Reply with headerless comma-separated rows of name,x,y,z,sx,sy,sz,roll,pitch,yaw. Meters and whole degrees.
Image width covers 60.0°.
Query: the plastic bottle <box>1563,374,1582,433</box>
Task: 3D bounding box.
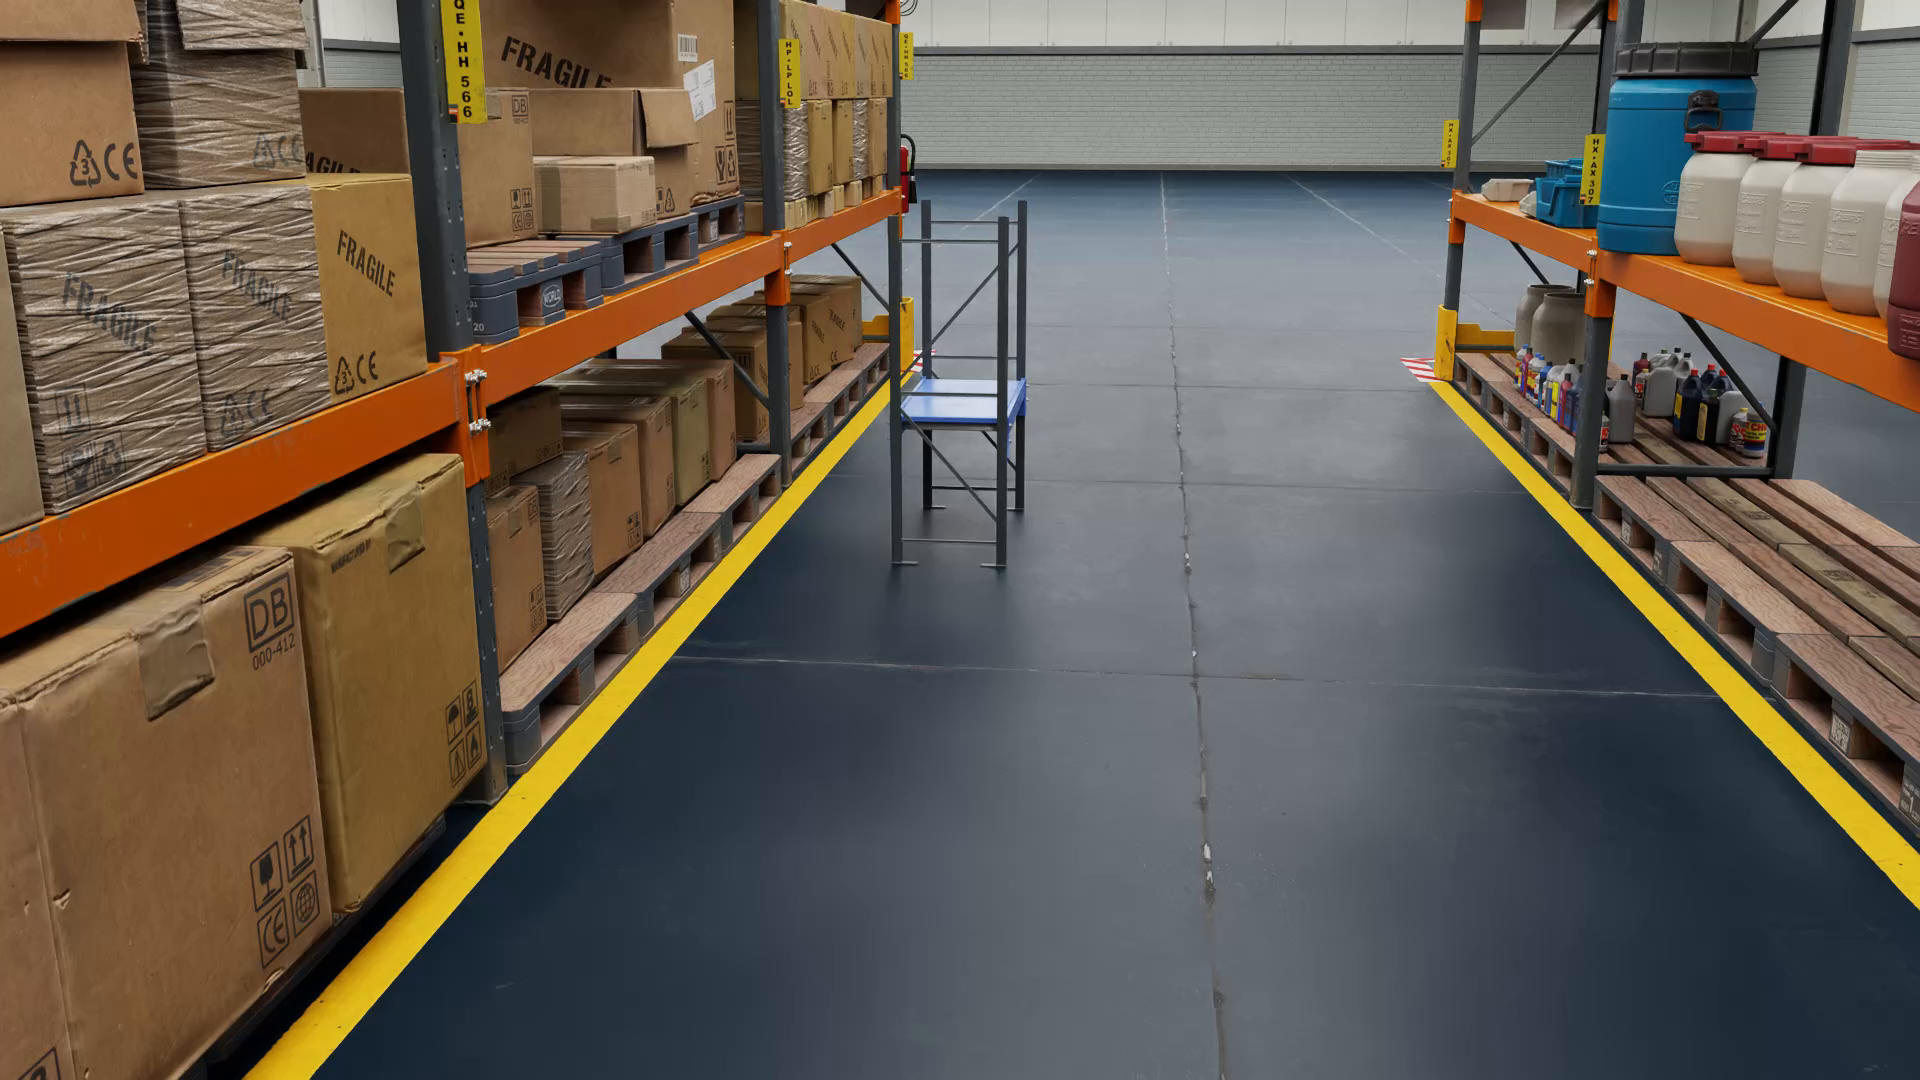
plastic bottle,3.344,-0.754,8.934,0.144,0.351,0.185,1,15,3

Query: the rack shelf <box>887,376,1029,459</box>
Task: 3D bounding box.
rack shelf,0.010,-0.572,7.595,0.538,0.185,1.000,2,15,6

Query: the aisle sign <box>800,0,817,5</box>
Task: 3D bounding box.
aisle sign,-1.225,-4.058,11.942,0.394,0.787,0.004,2,15,6

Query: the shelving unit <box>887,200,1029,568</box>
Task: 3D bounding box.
shelving unit,0.010,-0.746,7.548,0.538,1.500,1.048,2,15,6

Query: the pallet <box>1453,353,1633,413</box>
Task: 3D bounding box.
pallet,3.929,-1.054,11.157,1.003,0.211,1.213,2,15,6

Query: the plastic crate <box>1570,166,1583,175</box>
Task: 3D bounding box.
plastic crate,4.149,-2.253,10.534,0.499,0.251,0.408,2,15,6

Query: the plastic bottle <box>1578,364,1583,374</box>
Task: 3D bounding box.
plastic bottle,3.509,-0.844,9.397,0.061,0.283,0.133,2,15,6

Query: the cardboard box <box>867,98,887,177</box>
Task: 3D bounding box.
cardboard box,-0.961,-2.695,11.120,0.875,0.500,0.500,2,15,6

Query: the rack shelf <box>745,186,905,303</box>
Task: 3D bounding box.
rack shelf,-1.160,-1.912,10.364,1.077,0.370,4.000,2,15,6

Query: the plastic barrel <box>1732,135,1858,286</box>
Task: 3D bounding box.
plastic barrel,3.127,-1.228,6.197,0.433,0.535,0.433,0,15,0

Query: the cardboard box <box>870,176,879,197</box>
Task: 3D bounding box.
cardboard box,-0.767,-2.445,11.441,0.380,0.149,0.250,2,15,6

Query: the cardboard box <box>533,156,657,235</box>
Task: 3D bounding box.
cardboard box,-1.419,-1.261,6.063,0.500,0.250,0.500,1,15,5

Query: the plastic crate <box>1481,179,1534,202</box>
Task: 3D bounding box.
plastic crate,3.567,-2.282,10.860,0.298,0.136,0.250,2,15,6

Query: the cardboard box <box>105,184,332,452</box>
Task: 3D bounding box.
cardboard box,-1.708,-0.487,3.525,0.500,0.500,0.500,2,15,6

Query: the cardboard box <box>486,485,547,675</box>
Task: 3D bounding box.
cardboard box,-1.781,0.117,5.429,0.700,0.500,0.500,1,15,3

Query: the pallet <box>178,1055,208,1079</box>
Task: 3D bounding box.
pallet,-2.141,1.161,2.965,1.003,0.211,1.213,2,15,6

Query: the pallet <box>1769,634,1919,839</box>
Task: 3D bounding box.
pallet,3.211,0.589,5.079,1.003,0.211,1.213,2,15,6

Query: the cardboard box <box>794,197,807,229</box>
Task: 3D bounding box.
cardboard box,-1.021,-1.731,8.797,0.380,0.149,0.250,2,15,6

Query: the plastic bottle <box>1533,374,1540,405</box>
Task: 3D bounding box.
plastic bottle,3.412,-0.892,9.732,0.097,0.201,0.097,0,15,0

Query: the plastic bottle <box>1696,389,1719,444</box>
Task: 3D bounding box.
plastic bottle,3.911,-0.653,8.692,0.061,0.283,0.133,2,15,6

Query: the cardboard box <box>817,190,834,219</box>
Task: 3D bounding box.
cardboard box,-0.933,-1.925,9.516,0.380,0.149,0.250,2,15,6

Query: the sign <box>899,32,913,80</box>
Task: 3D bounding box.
sign,-0.385,-3.468,11.917,0.100,0.325,0.005,2,15,6

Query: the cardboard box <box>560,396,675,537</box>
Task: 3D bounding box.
cardboard box,-1.611,-0.319,7.042,0.700,0.500,0.500,0,15,1

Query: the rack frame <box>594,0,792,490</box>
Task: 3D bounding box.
rack frame,-1.385,-1.740,8.352,1.000,3.000,0.127,2,15,6

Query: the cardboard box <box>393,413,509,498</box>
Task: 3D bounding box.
cardboard box,-1.791,-0.245,5.332,0.500,0.250,0.500,2,15,9

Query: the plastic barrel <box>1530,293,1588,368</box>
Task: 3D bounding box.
plastic barrel,3.932,-1.331,10.799,0.421,0.512,0.421,0,15,0

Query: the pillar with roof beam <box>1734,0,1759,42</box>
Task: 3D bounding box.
pillar with roof beam,13.719,-12.937,38.265,9.100,9.000,0.400,2,15,6

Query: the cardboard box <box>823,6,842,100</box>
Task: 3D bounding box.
cardboard box,-0.970,-2.784,9.533,0.500,0.500,0.500,2,15,6

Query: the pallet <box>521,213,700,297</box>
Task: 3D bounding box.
pallet,-1.654,-1.125,6.444,1.003,0.211,1.213,2,15,6

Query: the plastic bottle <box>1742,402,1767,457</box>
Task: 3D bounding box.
plastic bottle,4.008,-0.560,8.369,0.097,0.271,0.097,0,15,0

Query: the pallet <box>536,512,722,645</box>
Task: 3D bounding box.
pallet,-1.607,0.125,6.796,1.003,0.211,1.213,2,15,6

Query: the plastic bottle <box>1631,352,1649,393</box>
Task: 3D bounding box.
plastic bottle,4.054,-0.982,9.909,0.061,0.283,0.133,2,15,6

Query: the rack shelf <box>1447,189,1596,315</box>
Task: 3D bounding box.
rack shelf,3.762,-1.766,9.825,1.077,0.370,4.000,2,15,6

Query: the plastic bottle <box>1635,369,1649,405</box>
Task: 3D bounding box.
plastic bottle,4.018,-0.903,9.772,0.097,0.201,0.097,0,15,0

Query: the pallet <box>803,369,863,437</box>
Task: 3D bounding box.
pallet,-1.210,-0.887,10.538,1.003,0.211,1.213,2,15,6

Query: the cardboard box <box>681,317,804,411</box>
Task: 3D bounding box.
cardboard box,-1.243,-0.988,9.553,0.500,0.500,0.500,7,17,24

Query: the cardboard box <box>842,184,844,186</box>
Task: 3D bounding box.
cardboard box,-0.923,-2.122,10.243,0.380,0.149,0.250,2,15,6

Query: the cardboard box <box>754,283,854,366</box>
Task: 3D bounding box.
cardboard box,-1.054,-1.456,11.286,0.500,0.500,0.500,6,16,21

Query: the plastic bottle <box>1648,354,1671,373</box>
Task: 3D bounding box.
plastic bottle,4.160,-0.976,9.899,0.152,0.276,0.135,2,15,7

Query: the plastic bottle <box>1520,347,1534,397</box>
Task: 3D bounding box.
plastic bottle,3.429,-1.014,10.026,0.061,0.283,0.133,2,15,7

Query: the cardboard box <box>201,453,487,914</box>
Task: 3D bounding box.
cardboard box,-1.935,0.298,4.078,1.225,0.875,0.875,1,15,4

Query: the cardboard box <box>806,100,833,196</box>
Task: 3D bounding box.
cardboard box,-1.182,-2.176,9.201,0.875,0.500,0.500,2,15,6

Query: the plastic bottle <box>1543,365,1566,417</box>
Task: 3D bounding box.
plastic bottle,3.403,-0.843,9.409,0.152,0.276,0.135,2,15,7

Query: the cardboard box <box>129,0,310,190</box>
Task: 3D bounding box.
cardboard box,-1.935,-1.046,3.672,0.797,0.503,0.637,2,15,8

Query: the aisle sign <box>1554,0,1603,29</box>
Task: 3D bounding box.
aisle sign,4.291,-3.897,11.347,0.394,0.787,0.004,2,15,6

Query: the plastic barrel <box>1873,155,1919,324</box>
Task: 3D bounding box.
plastic barrel,2.989,-0.884,4.971,0.421,0.512,0.421,0,15,0

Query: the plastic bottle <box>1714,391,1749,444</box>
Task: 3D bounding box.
plastic bottle,4.017,-0.647,8.682,0.152,0.276,0.135,2,15,8

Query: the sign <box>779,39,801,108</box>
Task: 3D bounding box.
sign,-0.833,-2.284,8.144,0.100,0.325,0.005,2,15,6

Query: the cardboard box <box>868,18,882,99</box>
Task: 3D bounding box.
cardboard box,-0.801,-3.173,10.972,0.500,0.500,0.500,2,15,6

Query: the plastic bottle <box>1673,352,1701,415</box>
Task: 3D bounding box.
plastic bottle,4.109,-0.885,9.419,0.144,0.351,0.185,2,15,6

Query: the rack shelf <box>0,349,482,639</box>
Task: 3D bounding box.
rack shelf,-2.062,0.163,2.691,1.077,0.370,4.000,2,15,6
